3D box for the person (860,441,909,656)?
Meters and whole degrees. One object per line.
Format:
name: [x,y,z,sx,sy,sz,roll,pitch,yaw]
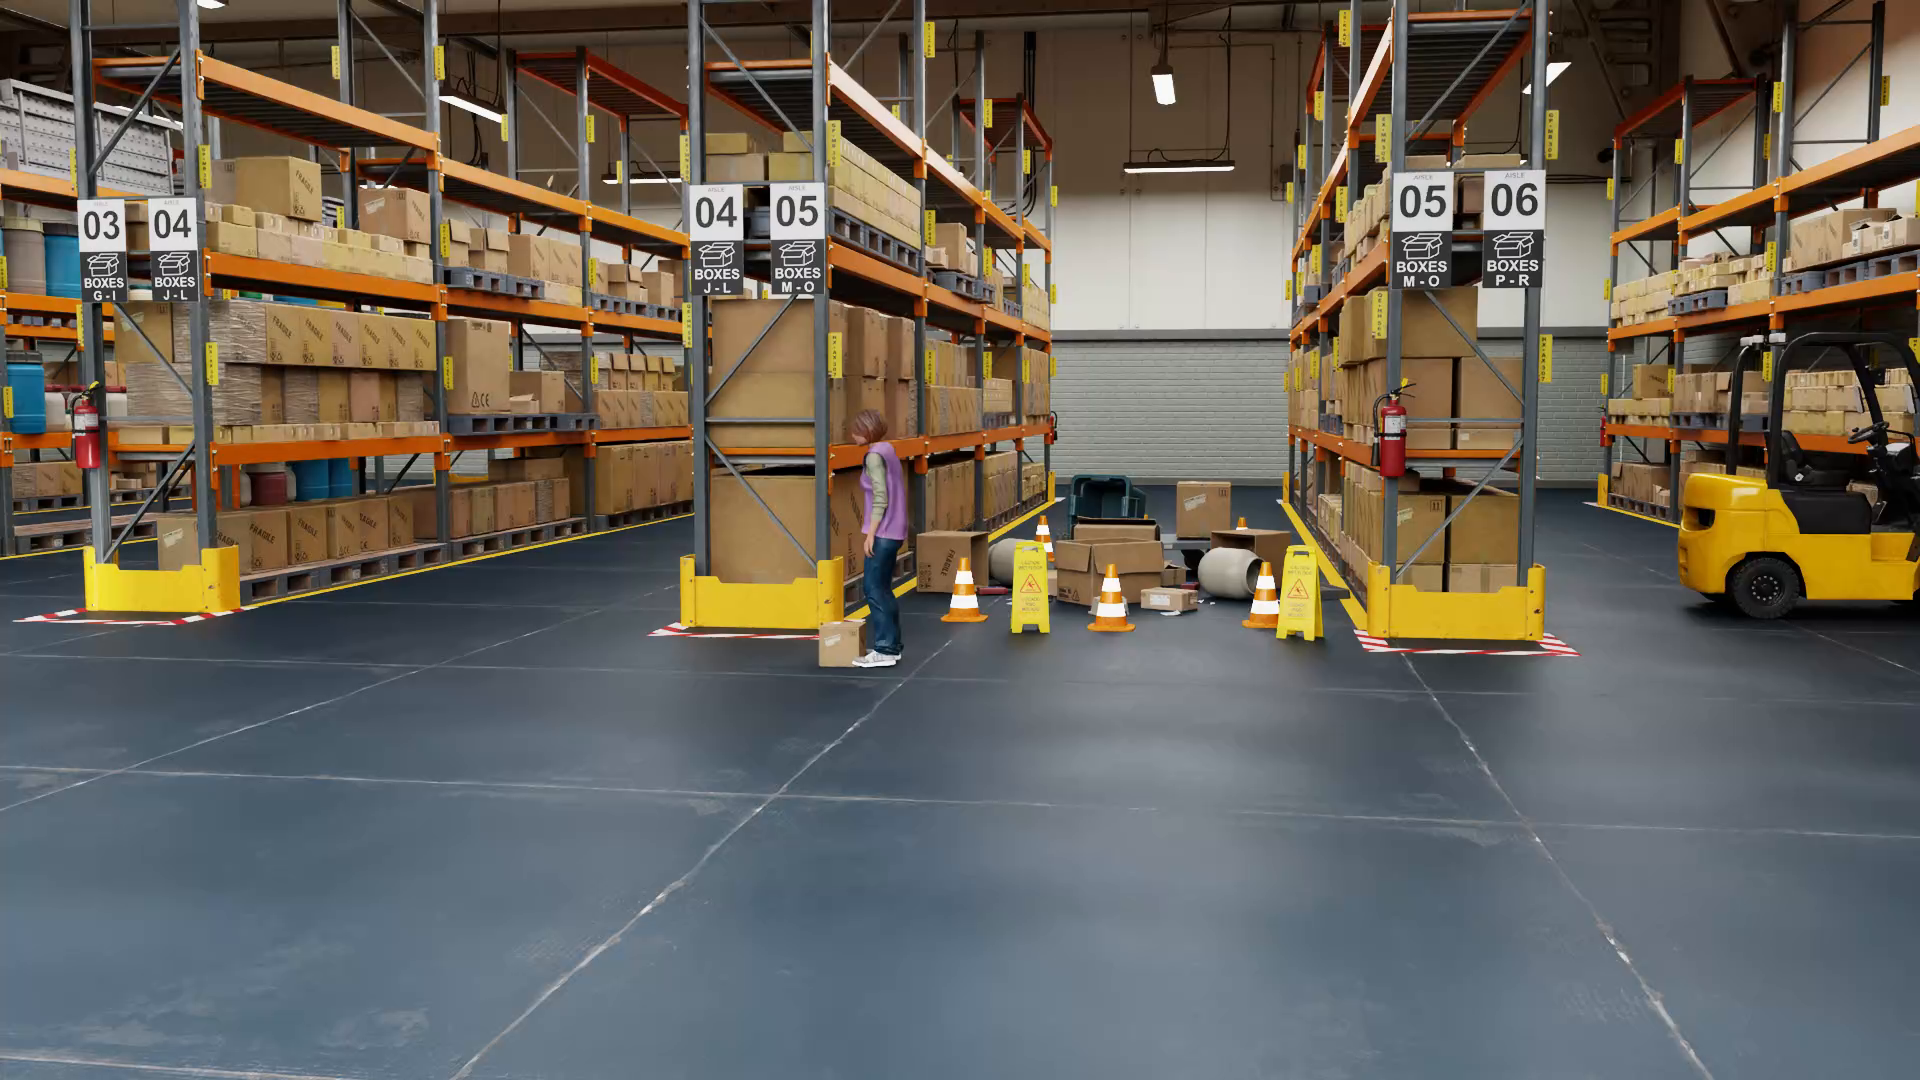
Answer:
person: [-0.468,0.052,10.321,0.292,1.328,0.464,1,5,8]
